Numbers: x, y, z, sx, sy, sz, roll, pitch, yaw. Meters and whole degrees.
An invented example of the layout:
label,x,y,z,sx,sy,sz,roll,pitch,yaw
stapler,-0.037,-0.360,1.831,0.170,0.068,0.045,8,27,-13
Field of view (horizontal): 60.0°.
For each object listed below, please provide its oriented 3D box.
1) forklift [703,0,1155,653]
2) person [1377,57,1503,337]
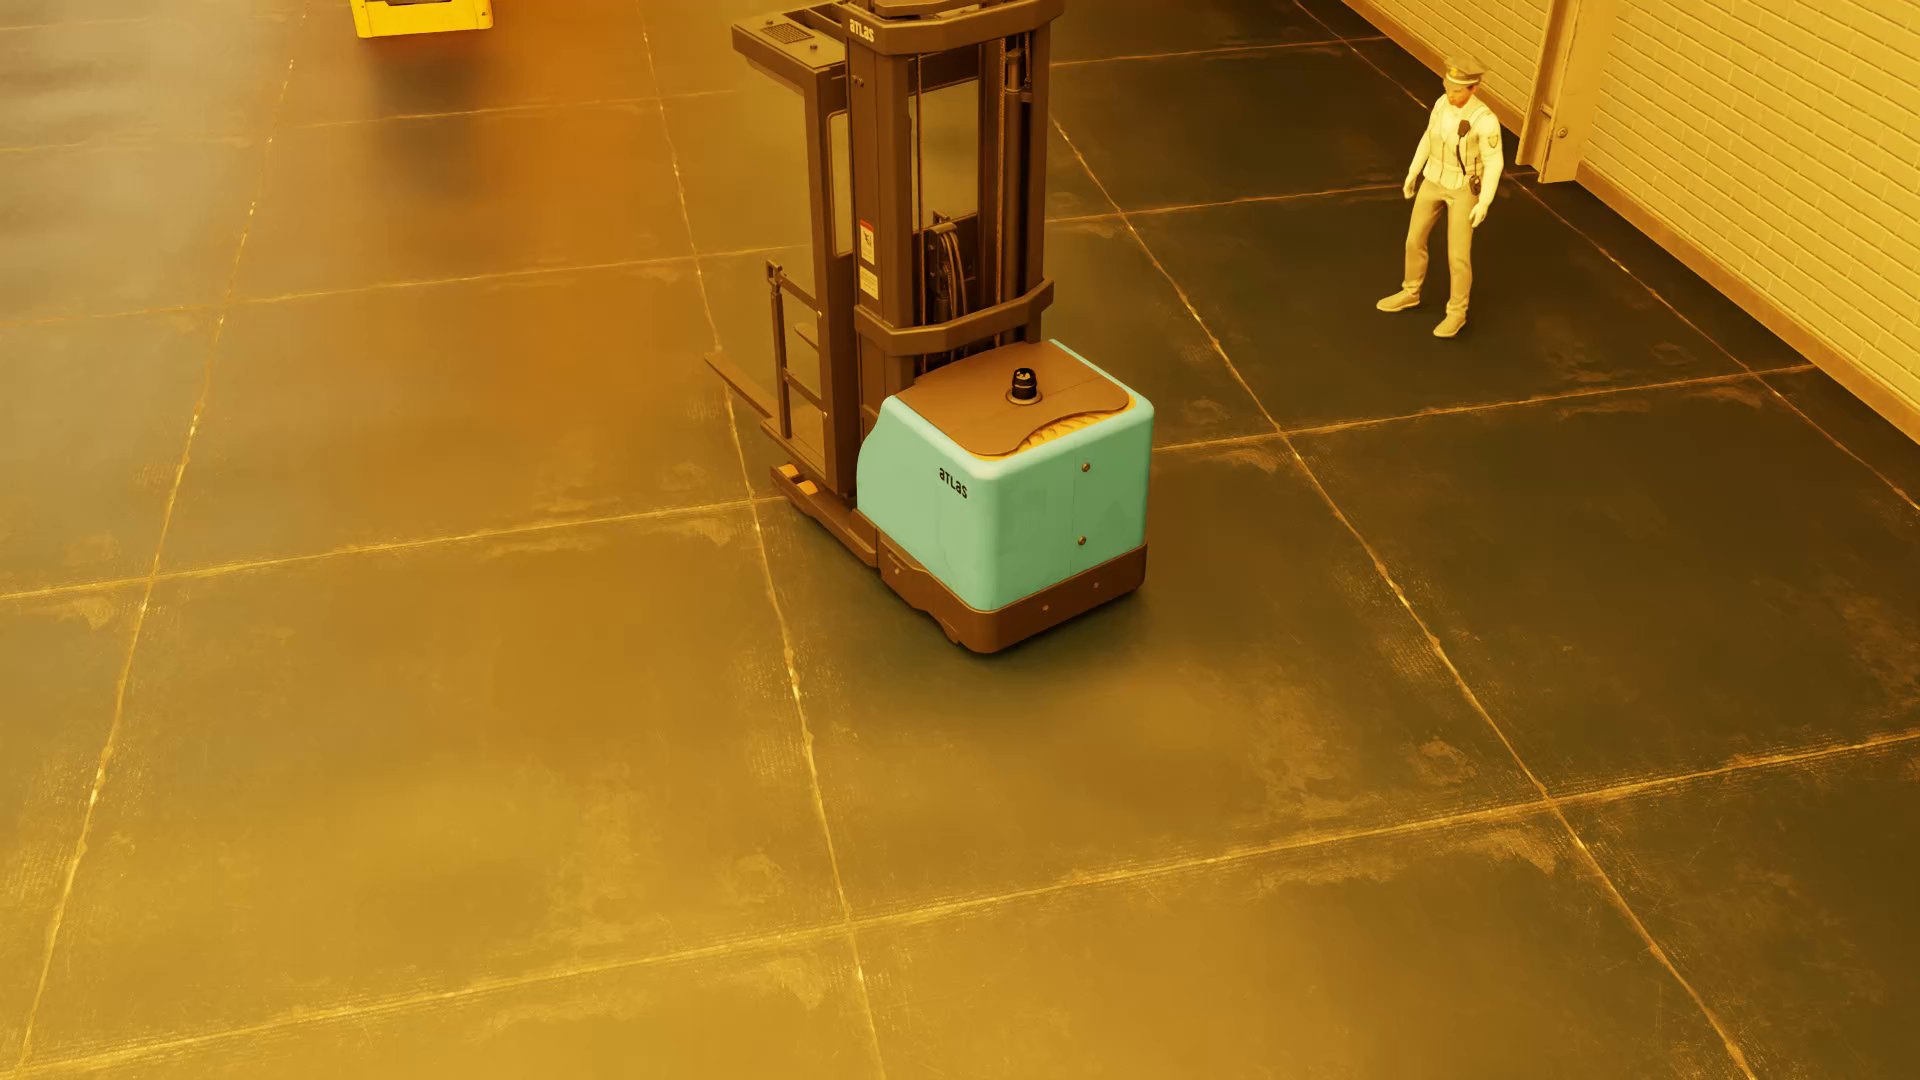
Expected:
label,x,y,z,sx,sy,sz,roll,pitch,yaw
forklift,-0.350,-1.480,8.107,1.130,2.935,3.031,-22,41,-28
person,2.950,-2.108,10.070,0.396,1.667,0.610,-23,42,-29
